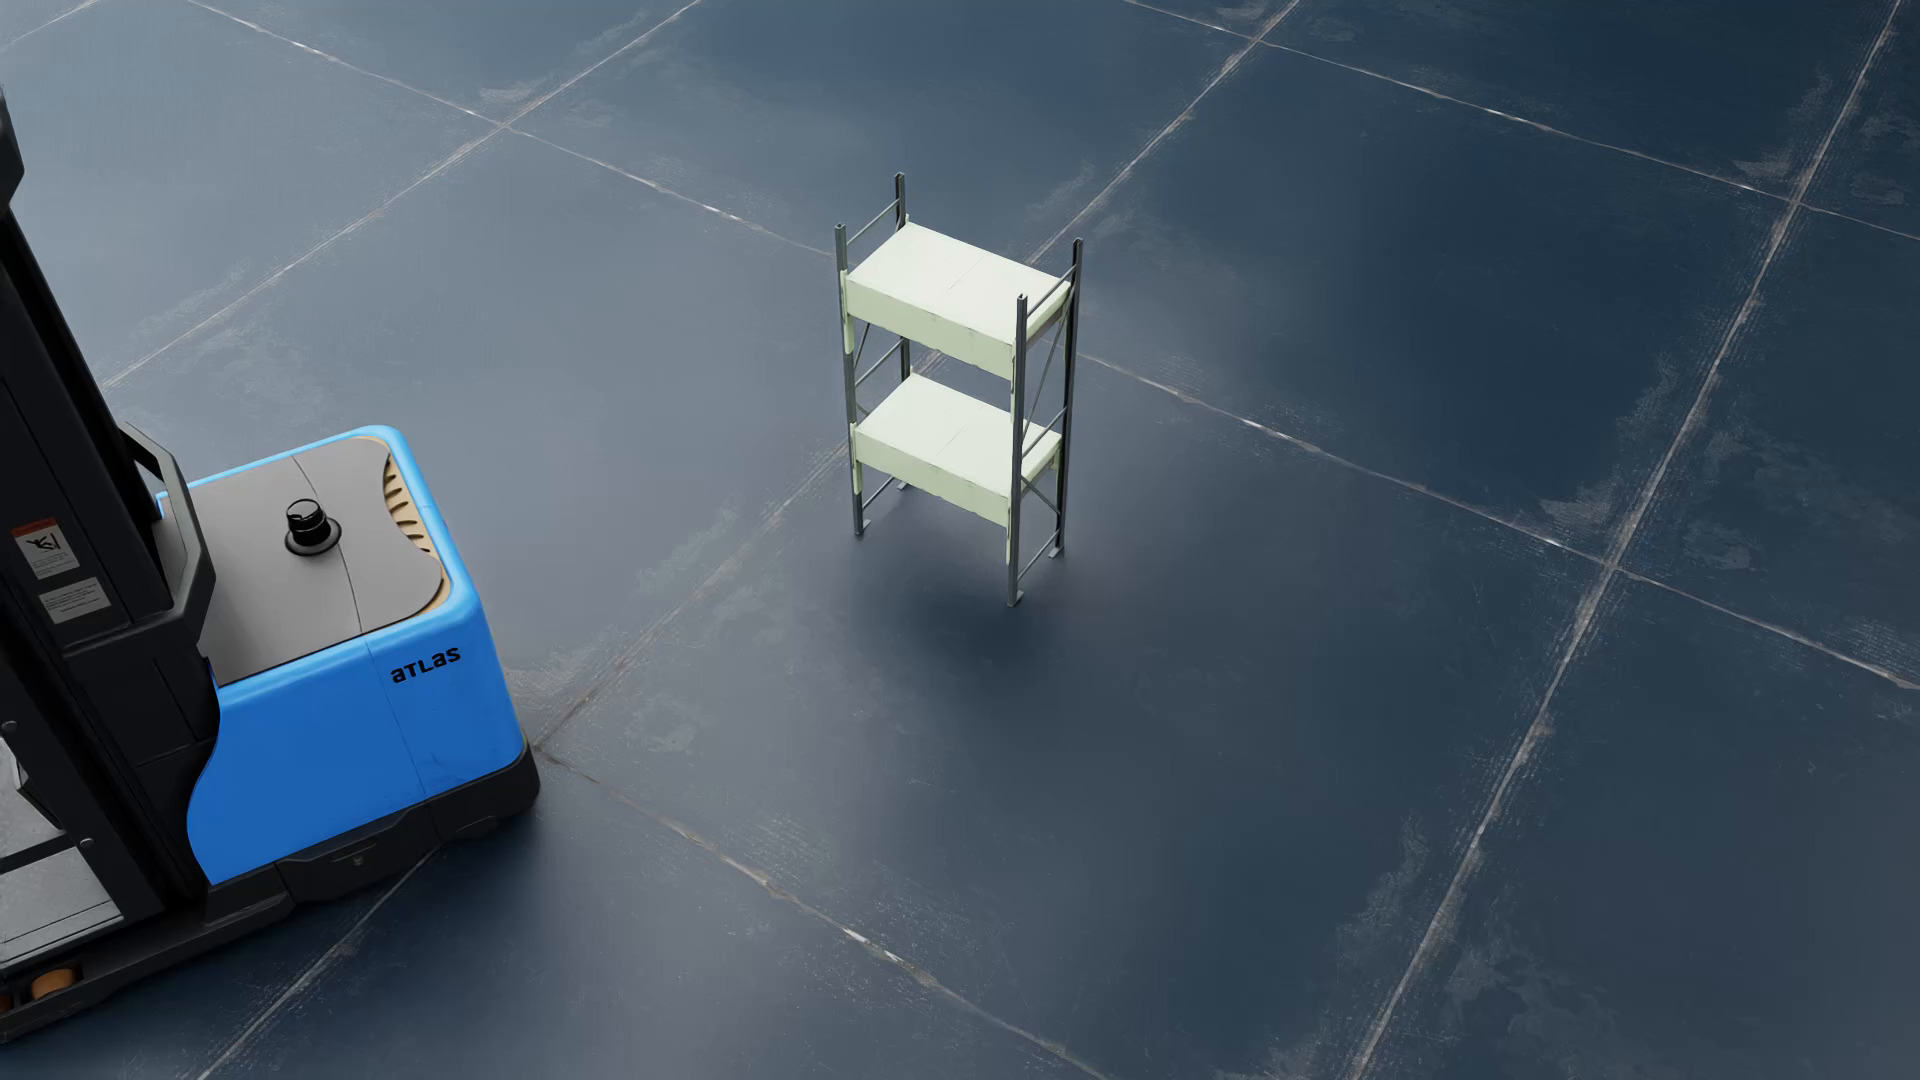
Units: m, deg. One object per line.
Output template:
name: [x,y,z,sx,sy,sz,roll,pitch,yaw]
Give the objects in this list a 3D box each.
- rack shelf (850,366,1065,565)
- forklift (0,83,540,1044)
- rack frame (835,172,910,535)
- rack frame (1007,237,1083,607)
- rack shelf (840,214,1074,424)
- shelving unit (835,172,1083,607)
rack shelf: [-0.006,-0.298,6.448,0.720,0.370,0.431,25,51,22]
forklift: [-3.007,0.125,4.585,3.031,2.935,1.130,-22,50,-20]
rack frame: [-0.314,-0.667,6.352,0.023,1.500,0.400,25,51,22]
rack frame: [0.302,-0.384,6.077,0.023,1.500,0.400,25,51,22]
rack shelf: [-0.006,-0.797,5.935,0.720,0.370,0.431,25,51,22]
shelving unit: [-0.006,-0.525,6.215,0.755,1.500,0.431,25,51,22]
